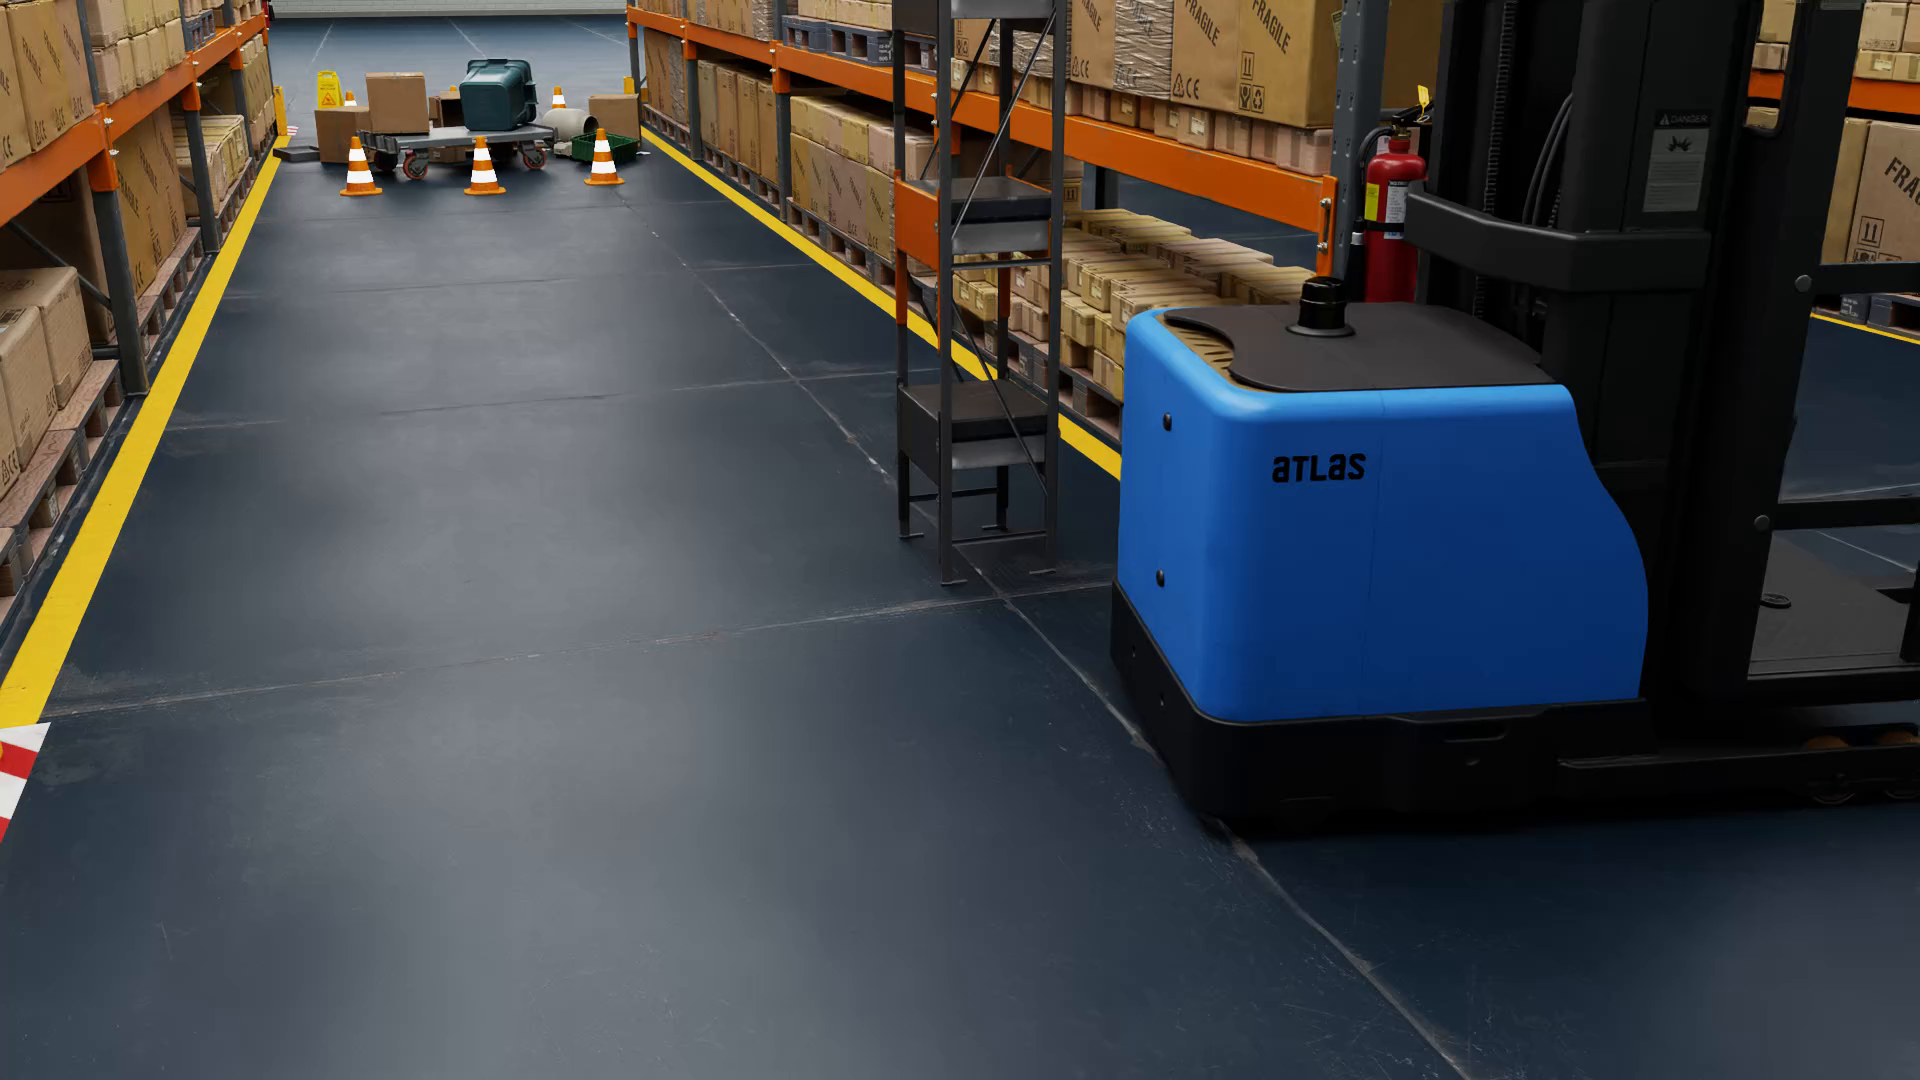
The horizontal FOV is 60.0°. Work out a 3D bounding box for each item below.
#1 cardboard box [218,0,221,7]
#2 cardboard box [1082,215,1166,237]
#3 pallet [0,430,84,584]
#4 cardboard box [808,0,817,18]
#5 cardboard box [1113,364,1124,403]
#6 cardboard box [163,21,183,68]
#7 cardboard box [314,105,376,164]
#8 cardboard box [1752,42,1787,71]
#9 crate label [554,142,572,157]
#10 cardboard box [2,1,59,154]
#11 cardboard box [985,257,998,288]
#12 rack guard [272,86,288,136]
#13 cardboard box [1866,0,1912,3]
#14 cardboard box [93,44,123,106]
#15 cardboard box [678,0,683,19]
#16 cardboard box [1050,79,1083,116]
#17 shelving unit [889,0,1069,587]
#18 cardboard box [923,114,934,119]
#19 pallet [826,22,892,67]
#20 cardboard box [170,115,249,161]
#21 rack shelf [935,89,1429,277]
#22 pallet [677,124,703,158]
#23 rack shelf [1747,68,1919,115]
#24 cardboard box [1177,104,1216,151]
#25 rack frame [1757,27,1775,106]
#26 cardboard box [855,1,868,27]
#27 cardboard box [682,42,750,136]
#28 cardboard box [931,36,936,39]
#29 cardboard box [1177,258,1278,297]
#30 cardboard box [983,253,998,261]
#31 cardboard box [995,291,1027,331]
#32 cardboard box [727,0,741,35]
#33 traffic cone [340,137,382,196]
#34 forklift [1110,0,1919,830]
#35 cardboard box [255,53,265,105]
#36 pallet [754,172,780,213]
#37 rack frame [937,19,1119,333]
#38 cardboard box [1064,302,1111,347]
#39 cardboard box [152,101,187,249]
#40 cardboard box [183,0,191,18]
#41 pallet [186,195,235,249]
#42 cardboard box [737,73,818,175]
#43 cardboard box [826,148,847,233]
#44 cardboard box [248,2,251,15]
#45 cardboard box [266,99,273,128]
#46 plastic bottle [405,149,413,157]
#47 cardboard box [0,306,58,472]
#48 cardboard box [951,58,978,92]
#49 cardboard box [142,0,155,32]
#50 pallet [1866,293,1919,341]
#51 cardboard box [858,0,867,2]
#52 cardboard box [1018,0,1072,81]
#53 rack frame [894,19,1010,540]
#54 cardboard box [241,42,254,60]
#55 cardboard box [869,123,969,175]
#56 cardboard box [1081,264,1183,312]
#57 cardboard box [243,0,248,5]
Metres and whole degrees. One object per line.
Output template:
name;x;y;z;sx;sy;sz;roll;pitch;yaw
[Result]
cardboard box;-6.204;-4.392;13.456;0.380;0.149;0.250;-7;21;-18
cardboard box;0.850;-1.576;8.583;0.380;0.149;0.250;-6;21;-17
pallet;-3.743;-0.089;5.853;1.003;0.211;1.213;-6;21;-17
cardboard box;-0.851;-3.716;11.577;0.380;0.149;0.250;-5;20;-15
cardboard box;0.859;-0.642;6.864;0.380;0.149;0.250;-7;21;-20
cardboard box;-4.971;-2.962;9.948;0.500;0.250;0.500;-6;21;-16
cardboard box;-5.854;-3.927;16.105;0.500;0.500;0.500;8;21;20
cardboard box;4.890;-2.851;9.787;0.380;0.149;0.250;-6;21;-17
crate label;-3.873;-3.869;16.485;0.250;0.136;0.298;12;23;30
cardboard box;-3.567;-1.647;5.917;0.500;0.500;0.500;-7;21;-18
cardboard box;0.348;-1.379;8.473;0.380;0.149;0.250;-6;21;-17
rack guard;-8.042;-4.696;18.252;1.175;0.500;0.348;-6;21;-17
cardboard box;5.169;-3.182;9.010;0.500;0.500;0.500;-6;21;-17
cardboard box;-4.182;-2.145;7.673;0.500;0.250;0.500;-7;21;-18
cardboard box;-2.269;-5.360;16.179;0.875;0.550;0.550;-6;21;-17
cardboard box;0.611;-1.943;7.261;0.380;0.149;0.250;-5;20;-15
shelving unit;0.052;-0.935;5.414;0.431;2.100;0.503;-6;21;-17
cardboard box;0.066;-2.579;10.626;0.500;0.250;0.500;-6;20;-15
pallet;-0.223;-3.167;10.580;1.003;0.211;1.213;-6;21;-17
cardboard box;-6.642;-3.406;14.229;0.950;0.372;0.625;-6;21;-17
rack shelf;1.002;-1.624;7.065;1.077;0.370;4.000;-6;21;-17
pallet;-2.306;-4.112;17.052;1.003;0.211;1.213;-6;21;-17
rack shelf;5.742;-2.119;8.442;1.077;0.370;4.000;-6;21;-17
cardboard box;1.021;-1.519;6.081;0.380;0.149;0.250;-6;21;-16
rack frame;5.113;-3.099;10.107;1.000;3.000;0.127;-6;21;-17
cardboard box;-0.436;-3.294;10.399;0.380;0.149;0.250;-7;21;-19
cardboard box;-2.273;-4.579;16.749;0.875;0.875;0.875;-6;21;-16
cardboard box;0.060;-2.790;8.998;0.380;0.149;0.250;-7;21;-18
cardboard box;1.186;-1.152;7.402;0.380;0.149;0.250;-6;21;-17
cardboard box;0.315;-1.513;8.408;0.380;0.149;0.250;-5;20;-15
cardboard box;0.394;-1.150;8.277;0.380;0.149;0.250;-6;21;-17
cardboard box;-1.593;-4.372;13.503;0.500;0.500;0.500;-7;21;-18
traffic cone;-5.090;-3.170;14.059;0.336;0.463;0.334;-6;21;-17
forklift;1.989;-0.902;4.092;3.031;2.935;1.130;-3;20;-7
cardboard box;-7.248;-4.594;16.607;0.500;0.500;0.500;-7;21;-18
pallet;-1.061;-2.837;13.502;1.003;0.211;1.213;-6;21;-17
rack frame;0.373;-2.605;8.731;1.000;3.000;0.127;-6;21;-17
cardboard box;0.677;-0.957;7.300;0.380;0.149;0.250;-6;21;-17
cardboard box;-5.413;-2.297;10.396;0.875;0.875;0.875;-7;21;-18
cardboard box;-5.577;-3.720;11.587;0.380;0.149;0.250;-8;21;-21
pallet;-5.796;-2.268;11.920;1.003;0.211;1.213;-6;21;-17
cardboard box;-1.268;-3.512;13.964;1.050;0.750;0.750;-6;21;-16
cardboard box;-0.577;-2.330;11.043;0.500;0.500;0.500;-7;21;-19
cardboard box;-7.277;-5.279;16.547;0.380;0.149;0.250;-7;21;-18
cardboard box;-7.401;-4.403;17.183;0.500;0.250;0.500;-6;21;-17
plastic bottle;-5.434;-3.844;16.528;0.133;0.061;0.283;-3;20;-8
cardboard box;-3.917;-0.538;6.146;0.875;0.438;0.875;-7;21;-19
cardboard box;0.151;-2.361;8.423;0.380;0.149;0.250;-6;21;-15
cardboard box;-4.650;-2.873;8.961;0.500;0.250;0.500;-7;21;-19
pallet;5.665;-1.142;8.784;1.003;0.211;1.213;-6;21;-17
cardboard box;-0.428;-3.432;10.344;0.380;0.149;0.250;-6;21;-15
cardboard box;0.576;-2.282;7.246;0.500;0.500;0.500;-7;21;-18
rack frame;-0.025;-1.013;5.632;0.400;2.100;0.015;-6;21;-17
cardboard box;-6.884;-4.604;15.676;0.380;0.149;0.250;-6;20;-15
cardboard box;-0.250;-2.357;10.009;0.500;0.250;0.500;-5;20;-15
cardboard box;0.751;-1.104;7.268;0.380;0.149;0.250;-6;21;-17
cardboard box;-7.008;-5.292;15.626;0.500;0.500;0.500;-7;21;-18
